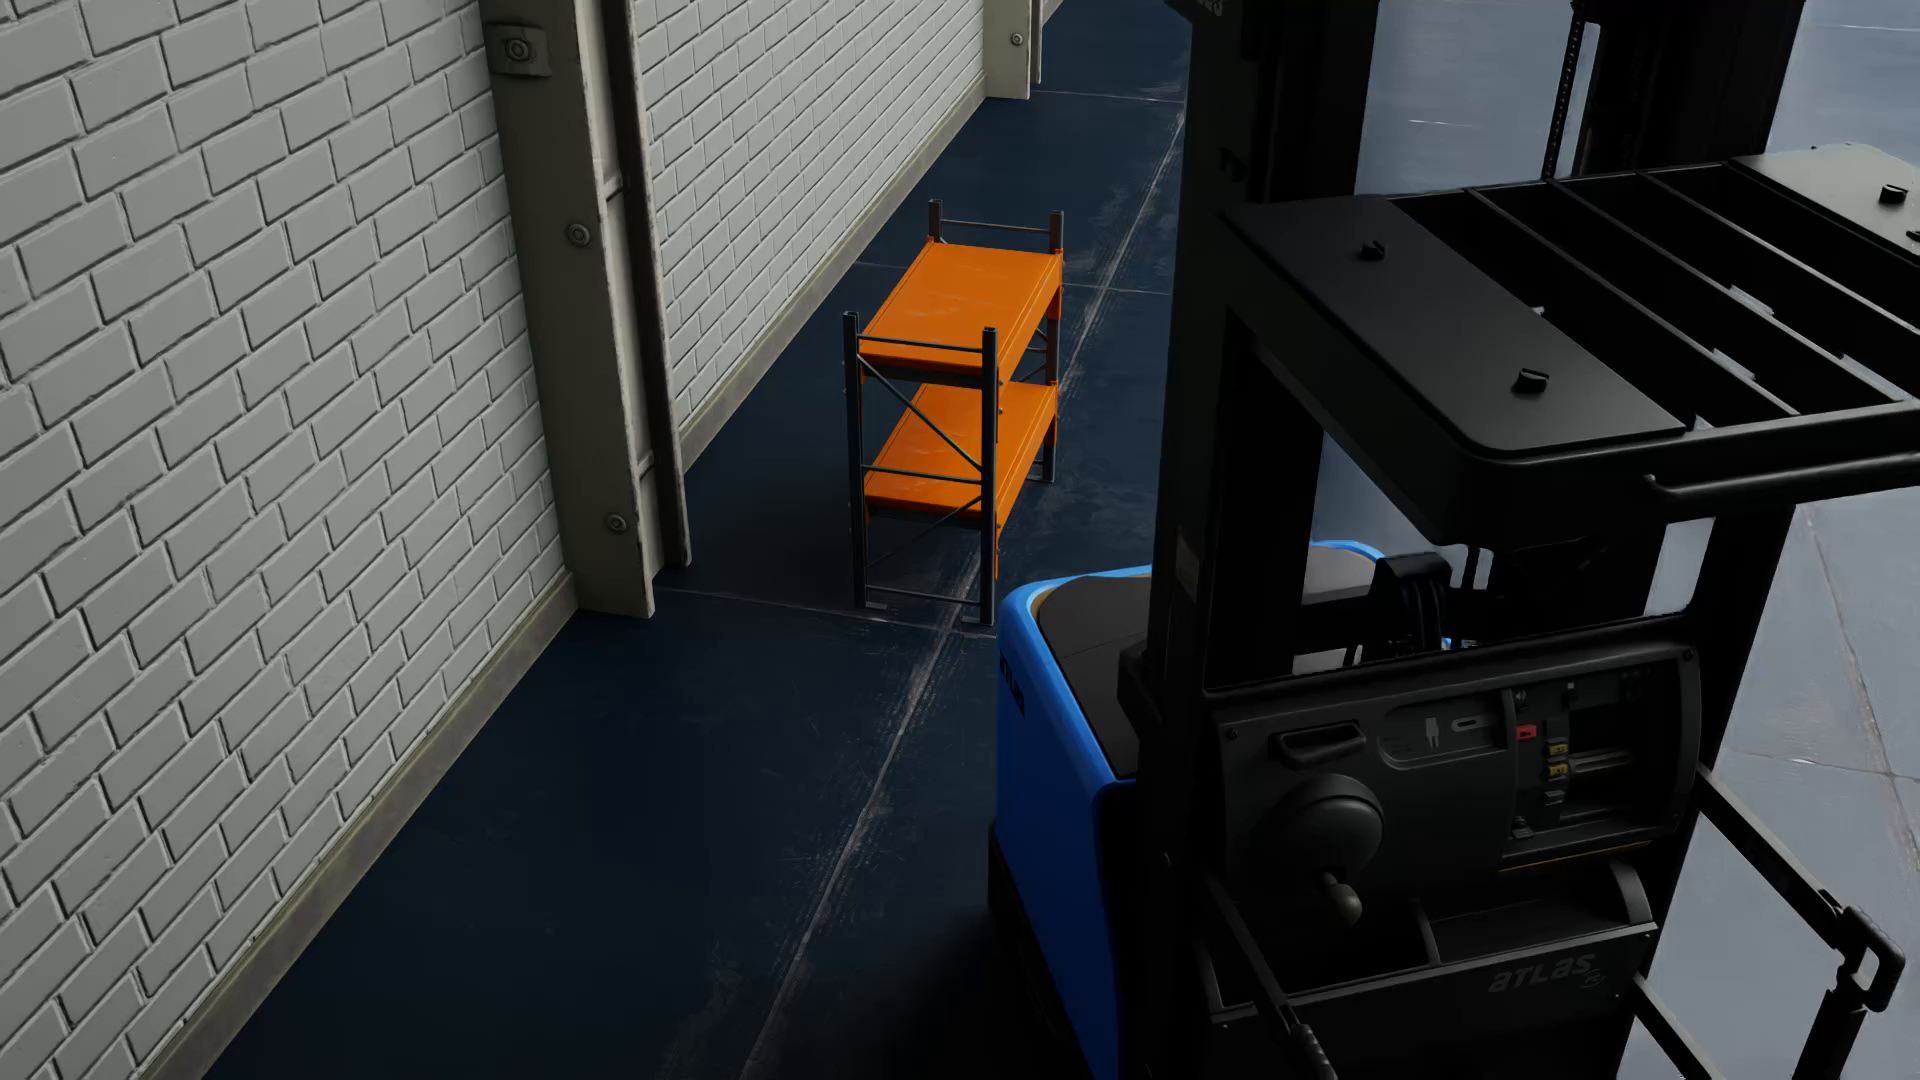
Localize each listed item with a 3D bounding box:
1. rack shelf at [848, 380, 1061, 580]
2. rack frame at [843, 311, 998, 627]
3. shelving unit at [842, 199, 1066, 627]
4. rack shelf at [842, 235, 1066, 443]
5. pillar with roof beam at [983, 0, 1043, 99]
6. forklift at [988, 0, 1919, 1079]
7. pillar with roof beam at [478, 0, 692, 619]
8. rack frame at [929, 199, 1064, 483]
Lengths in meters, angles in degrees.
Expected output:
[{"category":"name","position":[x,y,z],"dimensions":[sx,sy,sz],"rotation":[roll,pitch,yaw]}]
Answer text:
[{"category":"rack shelf","position":[0.002,-0.272,6.085],"dimensions":[0.538,0.278,1.000],"rotation":[8,33,12]},{"category":"rack frame","position":[-0.127,-0.214,5.539],"dimensions":[0.500,1.125,0.032],"rotation":[8,33,12]},{"category":"shelving unit","position":[0.002,-0.478,5.954],"dimensions":[0.538,1.125,1.048],"rotation":[8,33,12]},{"category":"rack shelf","position":[0.002,-0.725,5.797],"dimensions":[0.538,0.278,1.000],"rotation":[8,33,12]},{"category":"pillar with roof beam","position":[4.501,-6.173,7.573],"dimensions":[9.100,9.000,0.400],"rotation":[8,33,12]},{"category":"forklift","position":[0.947,0.479,2.765],"dimensions":[1.130,2.935,3.031],"rotation":[-8,33,-12]},{"category":"pillar with roof beam","position":[2.978,-3.060,2.675],"dimensions":[9.100,9.000,0.400],"rotation":[8,33,12]},{"category":"rack frame","position":[0.131,-0.742,6.369],"dimensions":[0.500,1.125,0.032],"rotation":[8,33,12]}]
